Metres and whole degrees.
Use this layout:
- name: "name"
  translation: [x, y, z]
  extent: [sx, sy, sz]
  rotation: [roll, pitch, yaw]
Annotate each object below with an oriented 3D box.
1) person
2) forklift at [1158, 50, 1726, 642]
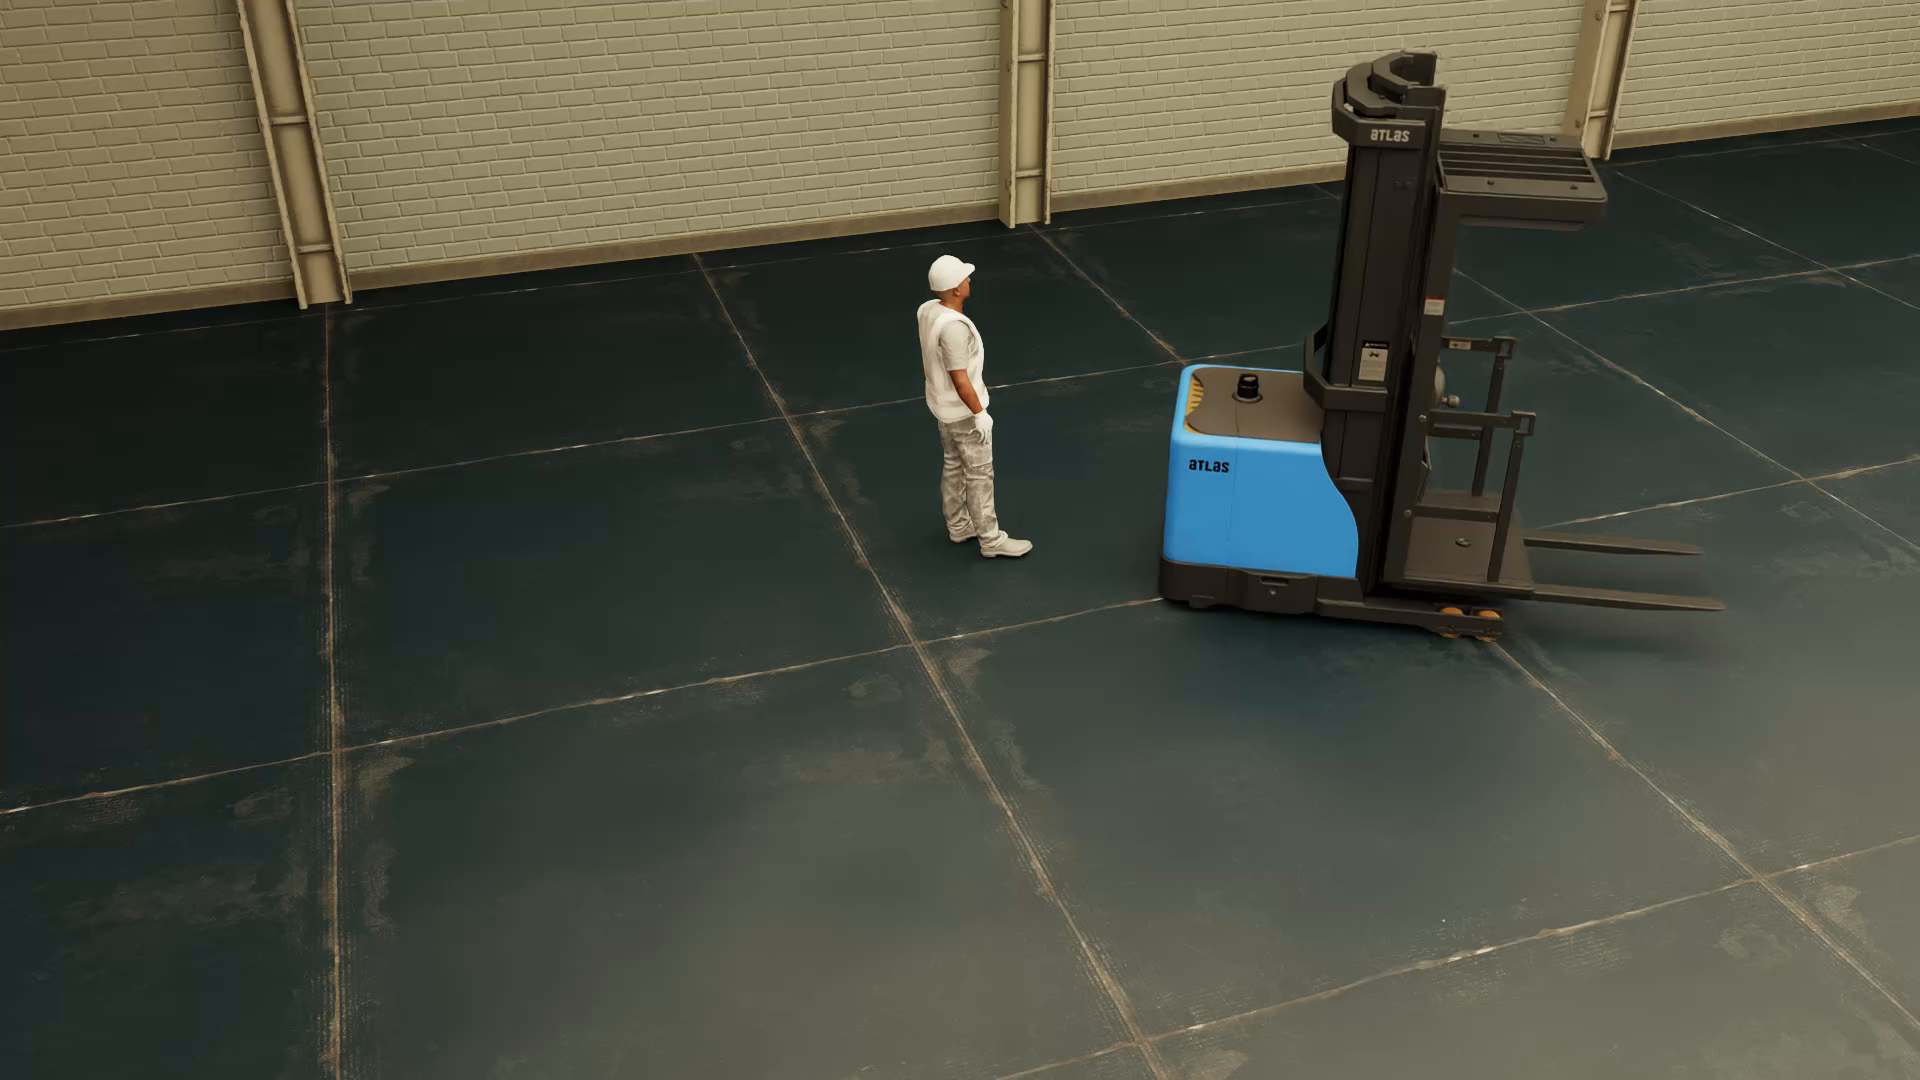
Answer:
- name: "person"
  translation: [0.071, -0.787, 9.592]
  extent: [0.575, 1.784, 0.656]
  rotation: [-10, 31, -16]
- name: "forklift"
  translation: [2.685, -1.005, 8.833]
  extent: [3.031, 2.935, 1.130]
  rotation: [5, 30, 9]
